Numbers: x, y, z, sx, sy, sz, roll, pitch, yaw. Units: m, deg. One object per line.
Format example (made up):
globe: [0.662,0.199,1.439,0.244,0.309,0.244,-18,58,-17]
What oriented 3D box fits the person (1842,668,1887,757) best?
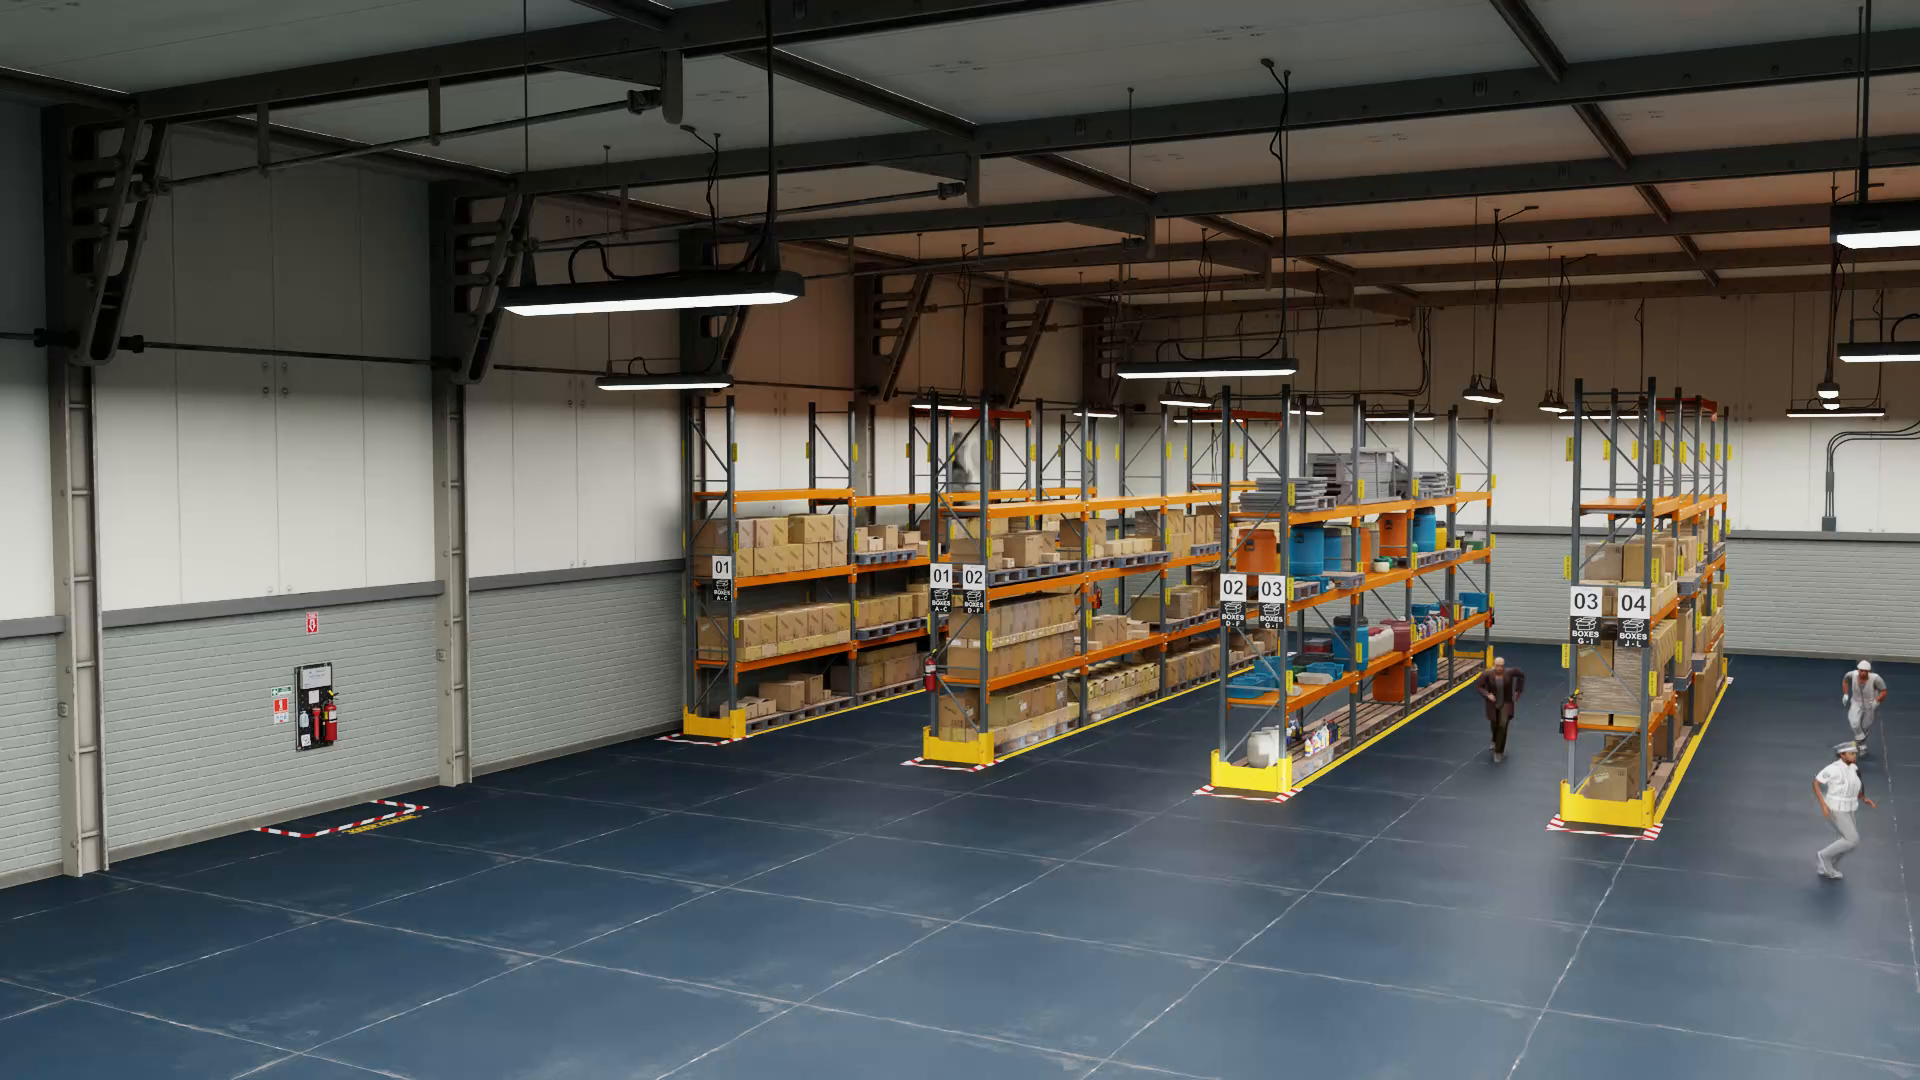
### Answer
person: [15.047,2.785,27.640,0.668,1.578,1.062,2,4,34]

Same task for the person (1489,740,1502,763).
person: [8.796,3.437,27.305,0.195,0.355,1.064,1,3,15]

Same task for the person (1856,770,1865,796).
person: [10.463,2.909,19.429,0.152,0.481,0.238,-2,3,-28]
